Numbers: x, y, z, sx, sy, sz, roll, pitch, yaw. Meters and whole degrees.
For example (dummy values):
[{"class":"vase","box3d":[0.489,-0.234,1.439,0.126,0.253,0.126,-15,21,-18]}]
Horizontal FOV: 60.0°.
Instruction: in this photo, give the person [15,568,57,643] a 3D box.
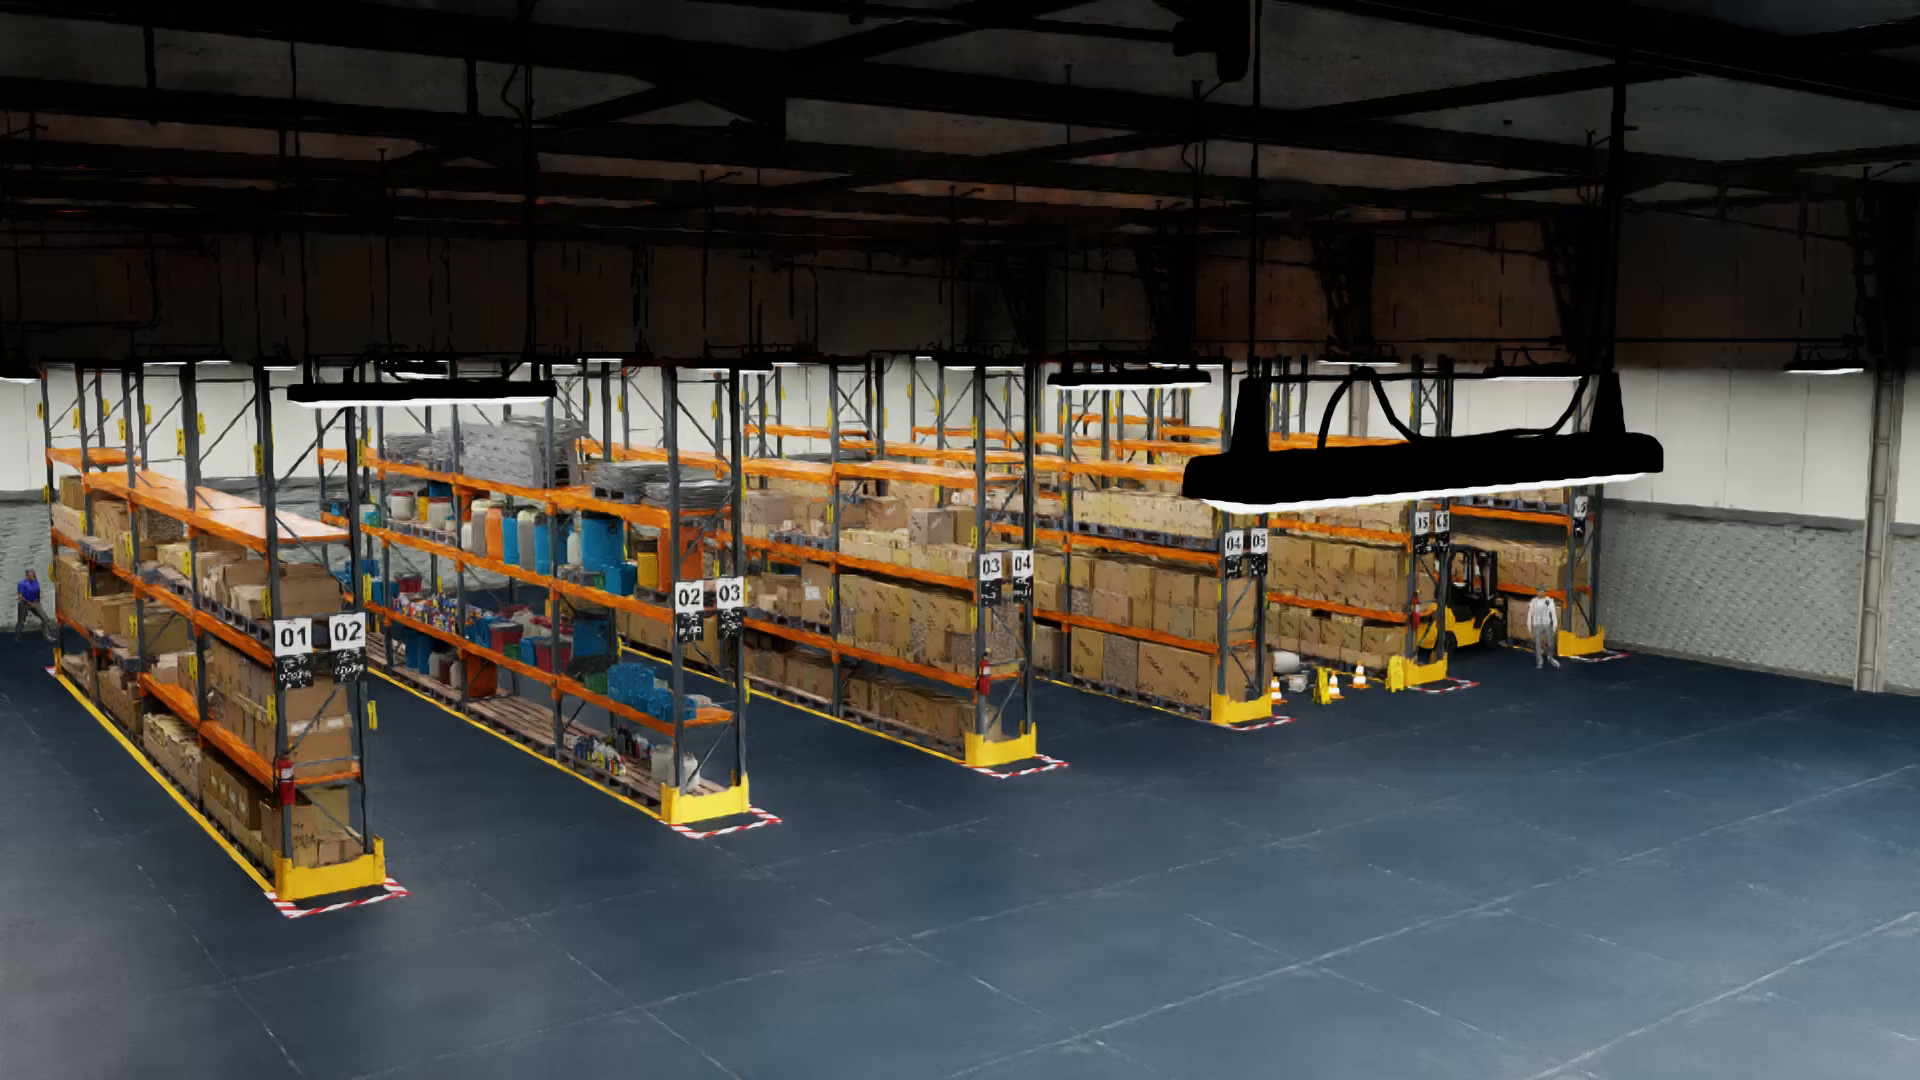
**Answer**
[{"class":"person","box3d":[-19.458,1.365,34.826,0.782,1.581,0.622,5,8,33]}]

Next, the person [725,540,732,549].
[{"class":"person","box3d":[-5.706,0.495,41.364,0.642,1.780,0.542,3,8,24]}]

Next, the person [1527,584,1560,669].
[{"class":"person","box3d":[11.252,1.658,32.018,0.623,1.659,0.454,3,7,21]}]
